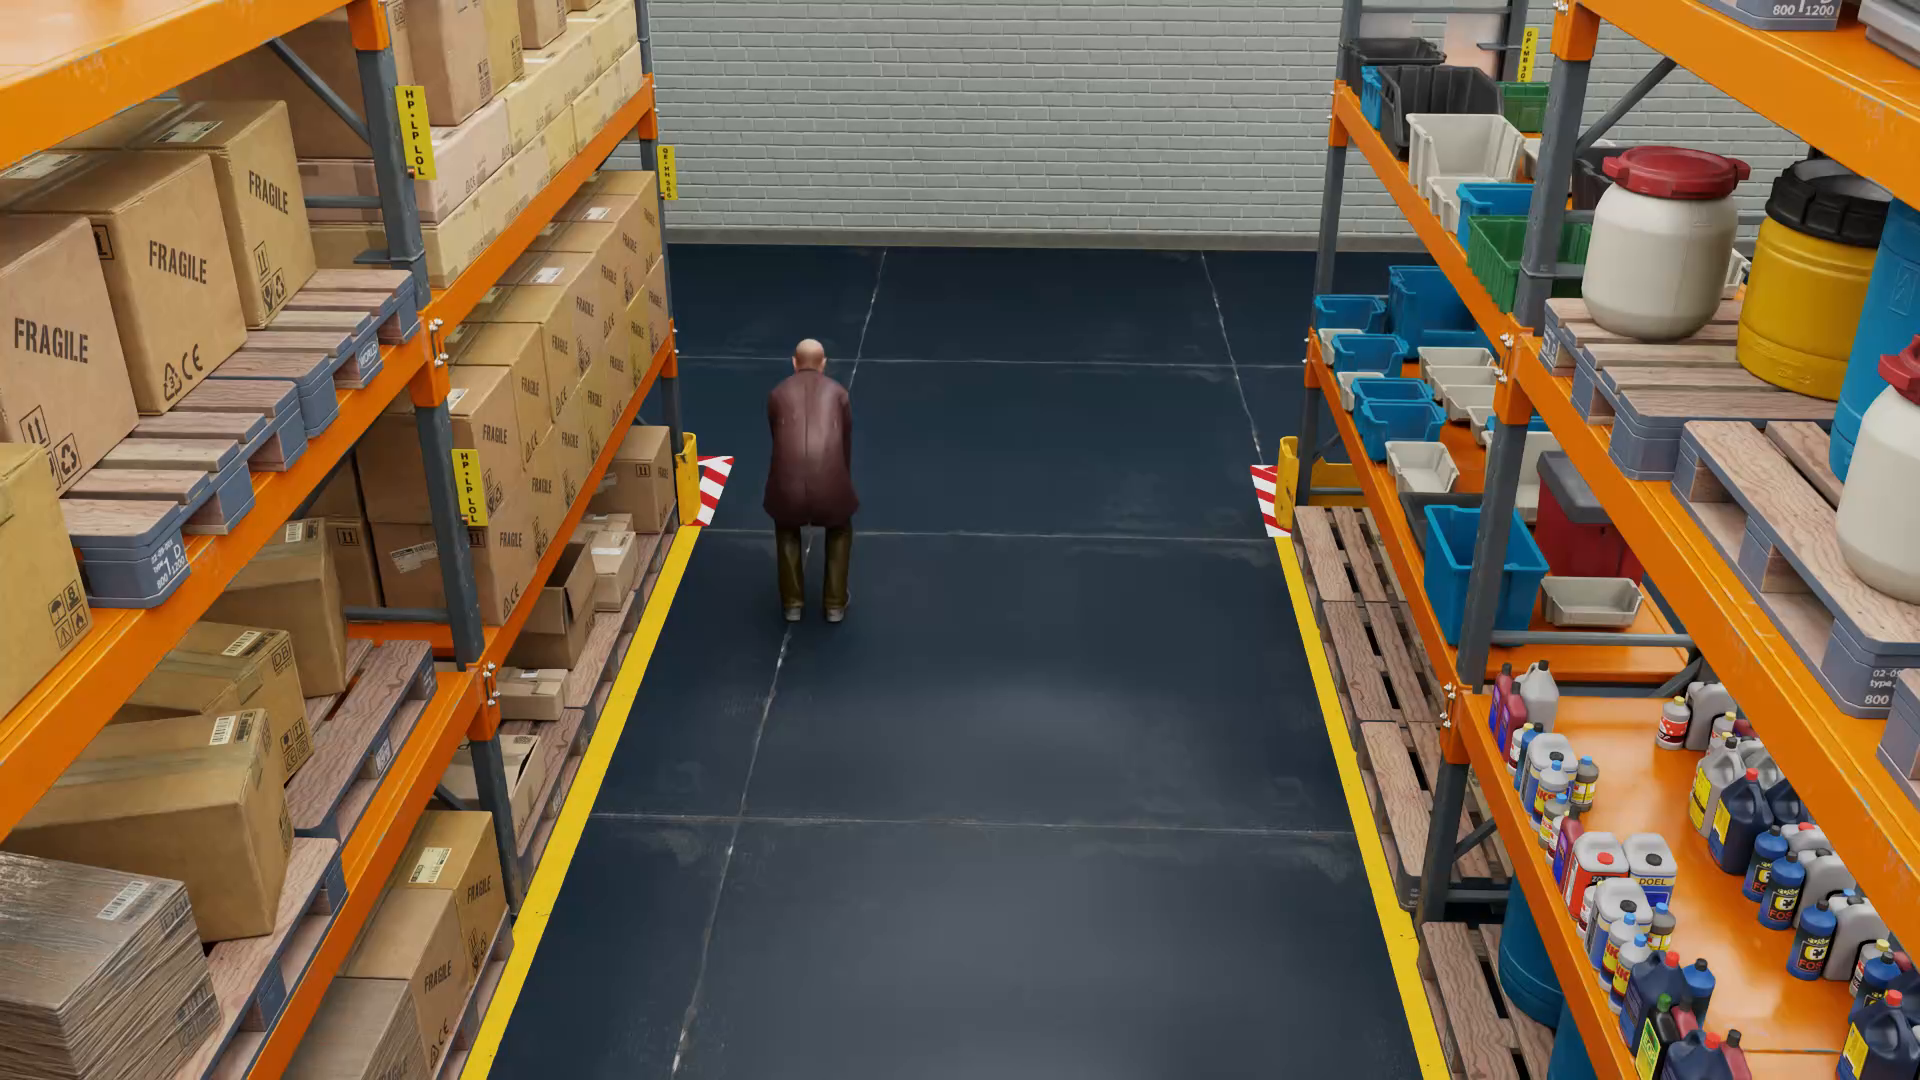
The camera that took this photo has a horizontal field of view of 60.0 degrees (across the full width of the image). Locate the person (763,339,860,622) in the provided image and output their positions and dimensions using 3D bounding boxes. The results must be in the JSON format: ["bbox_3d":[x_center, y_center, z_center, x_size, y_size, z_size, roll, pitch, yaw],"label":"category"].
[{"bbox_3d":[-0.845,-0.341,9.583,0.555,1.509,0.806,0,28,1],"label":"person"}]
